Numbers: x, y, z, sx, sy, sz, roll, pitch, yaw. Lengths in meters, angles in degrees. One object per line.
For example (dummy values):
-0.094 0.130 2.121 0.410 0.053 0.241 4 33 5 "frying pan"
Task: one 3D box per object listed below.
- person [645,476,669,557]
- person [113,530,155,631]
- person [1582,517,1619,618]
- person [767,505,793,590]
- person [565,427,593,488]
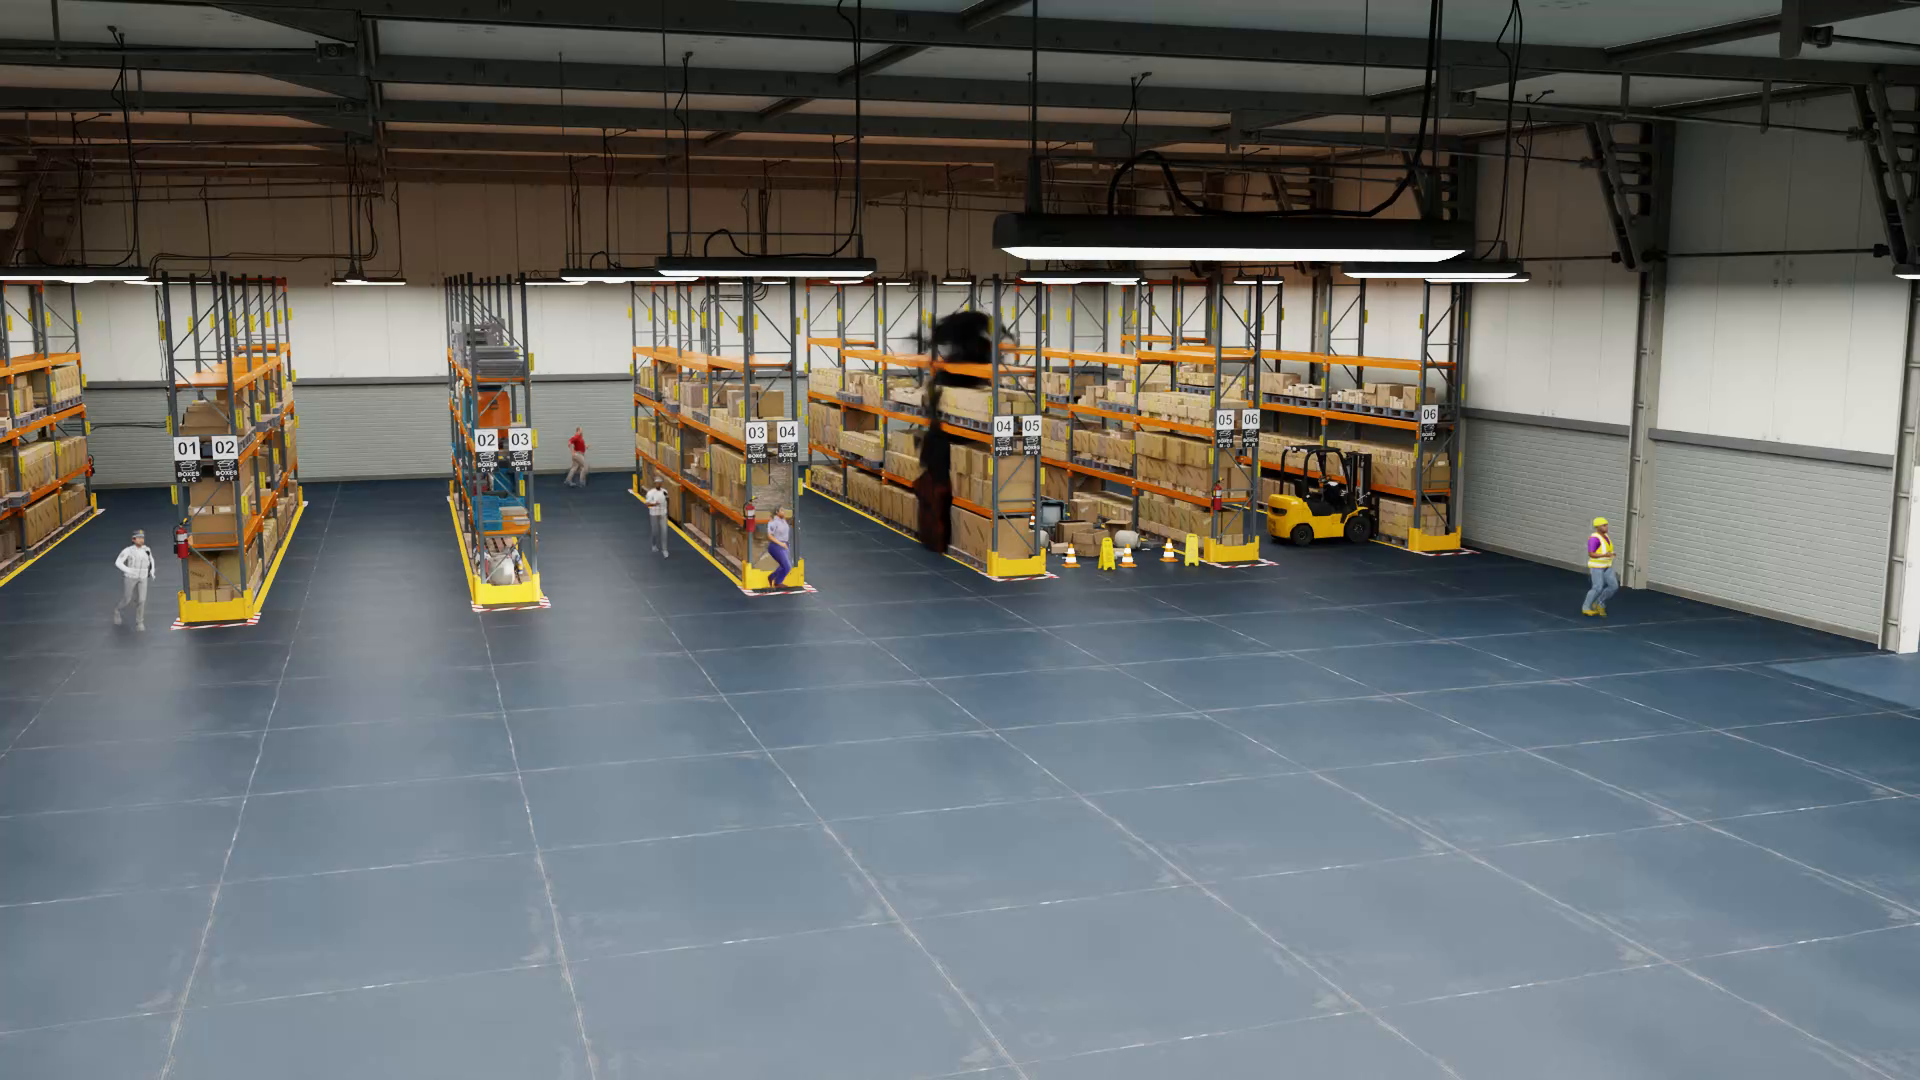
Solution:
-6.477 -0.531 35.753 0.575 1.696 0.909 -4 9 -22 "person"
-13.922 0.658 28.176 0.918 1.655 0.672 8 12 42 "person"
11.219 0.496 29.026 0.676 1.783 0.661 -6 11 -36 "person"
-3.312 0.150 30.443 0.575 1.600 0.636 3 9 22 "person"
-11.040 -2.377 48.172 0.854 1.793 0.628 -2 9 -11 "person"
